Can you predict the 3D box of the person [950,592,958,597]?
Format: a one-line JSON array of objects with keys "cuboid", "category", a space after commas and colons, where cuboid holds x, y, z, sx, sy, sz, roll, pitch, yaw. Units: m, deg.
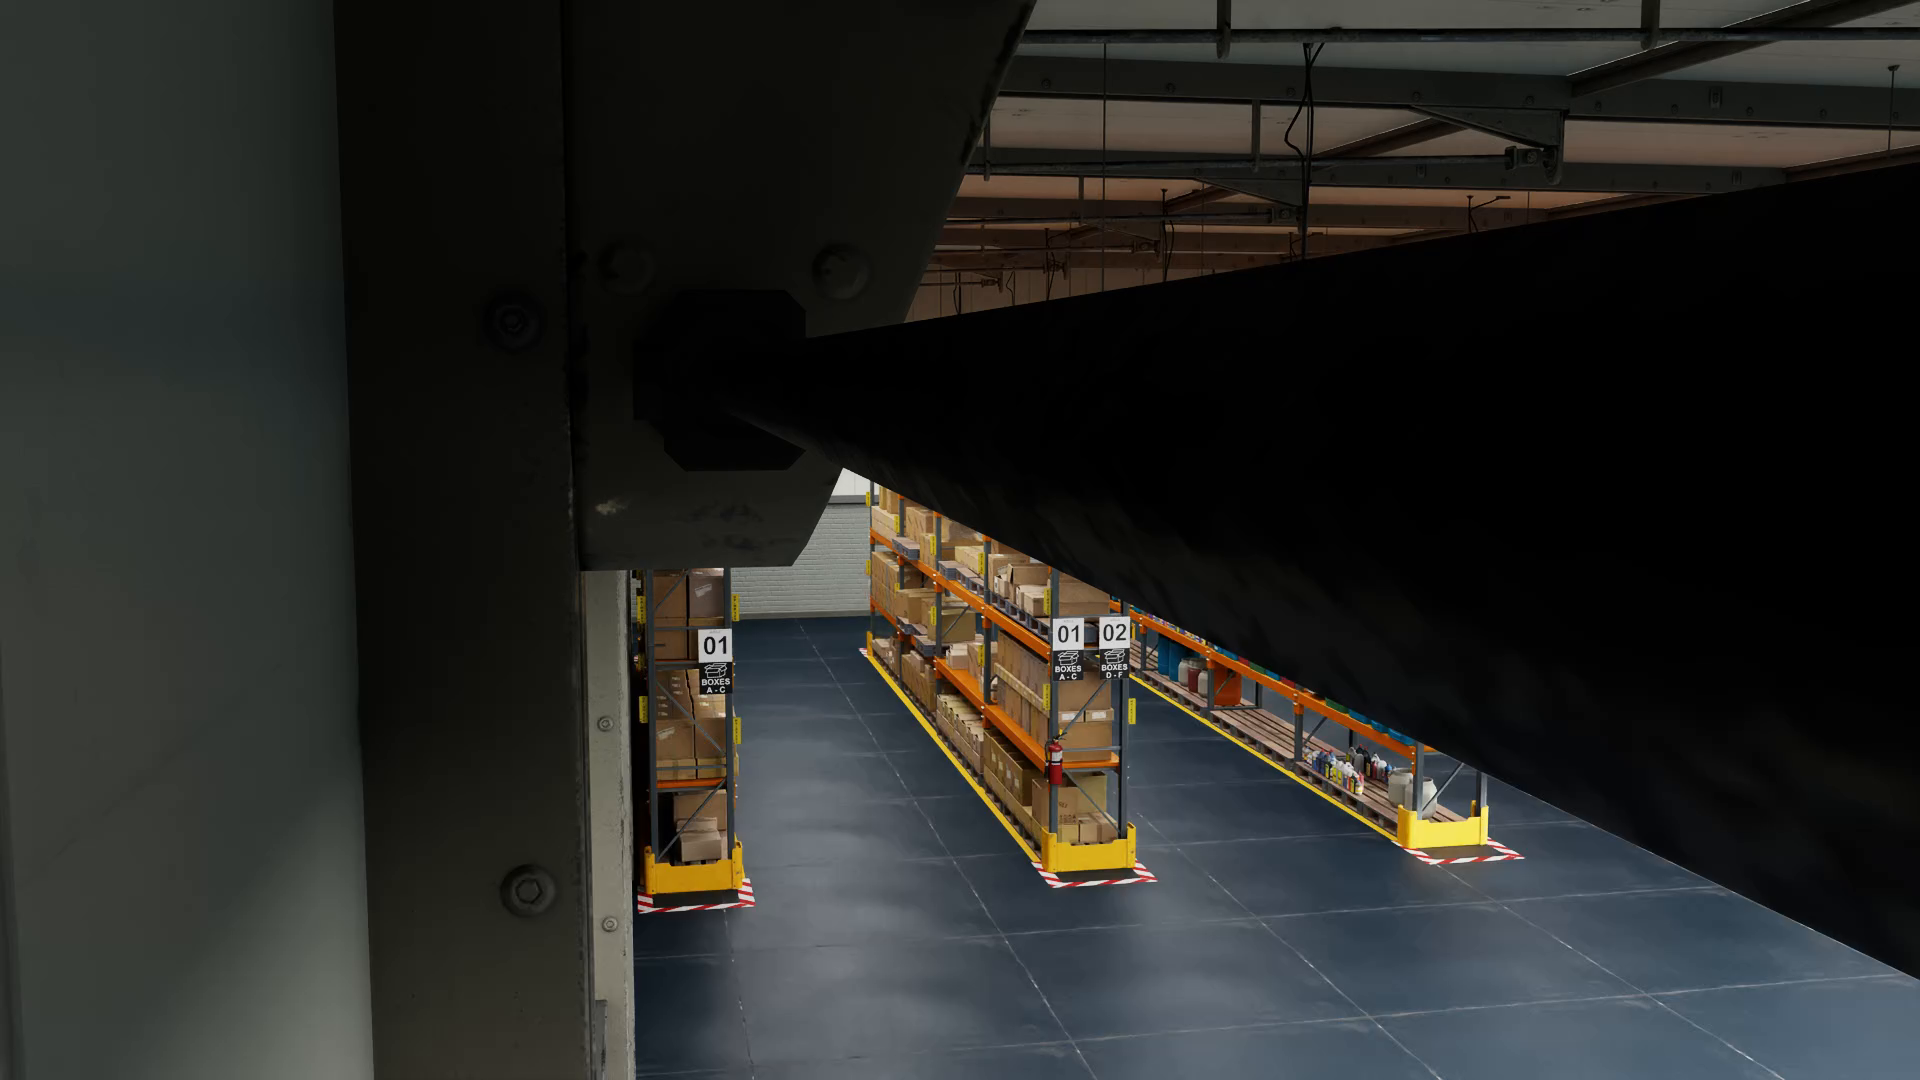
[{"cuboid": [-0.161, 1.572, 37.654, 0.791, 1.693, 0.768, 2, 6, 19], "category": "person"}]
